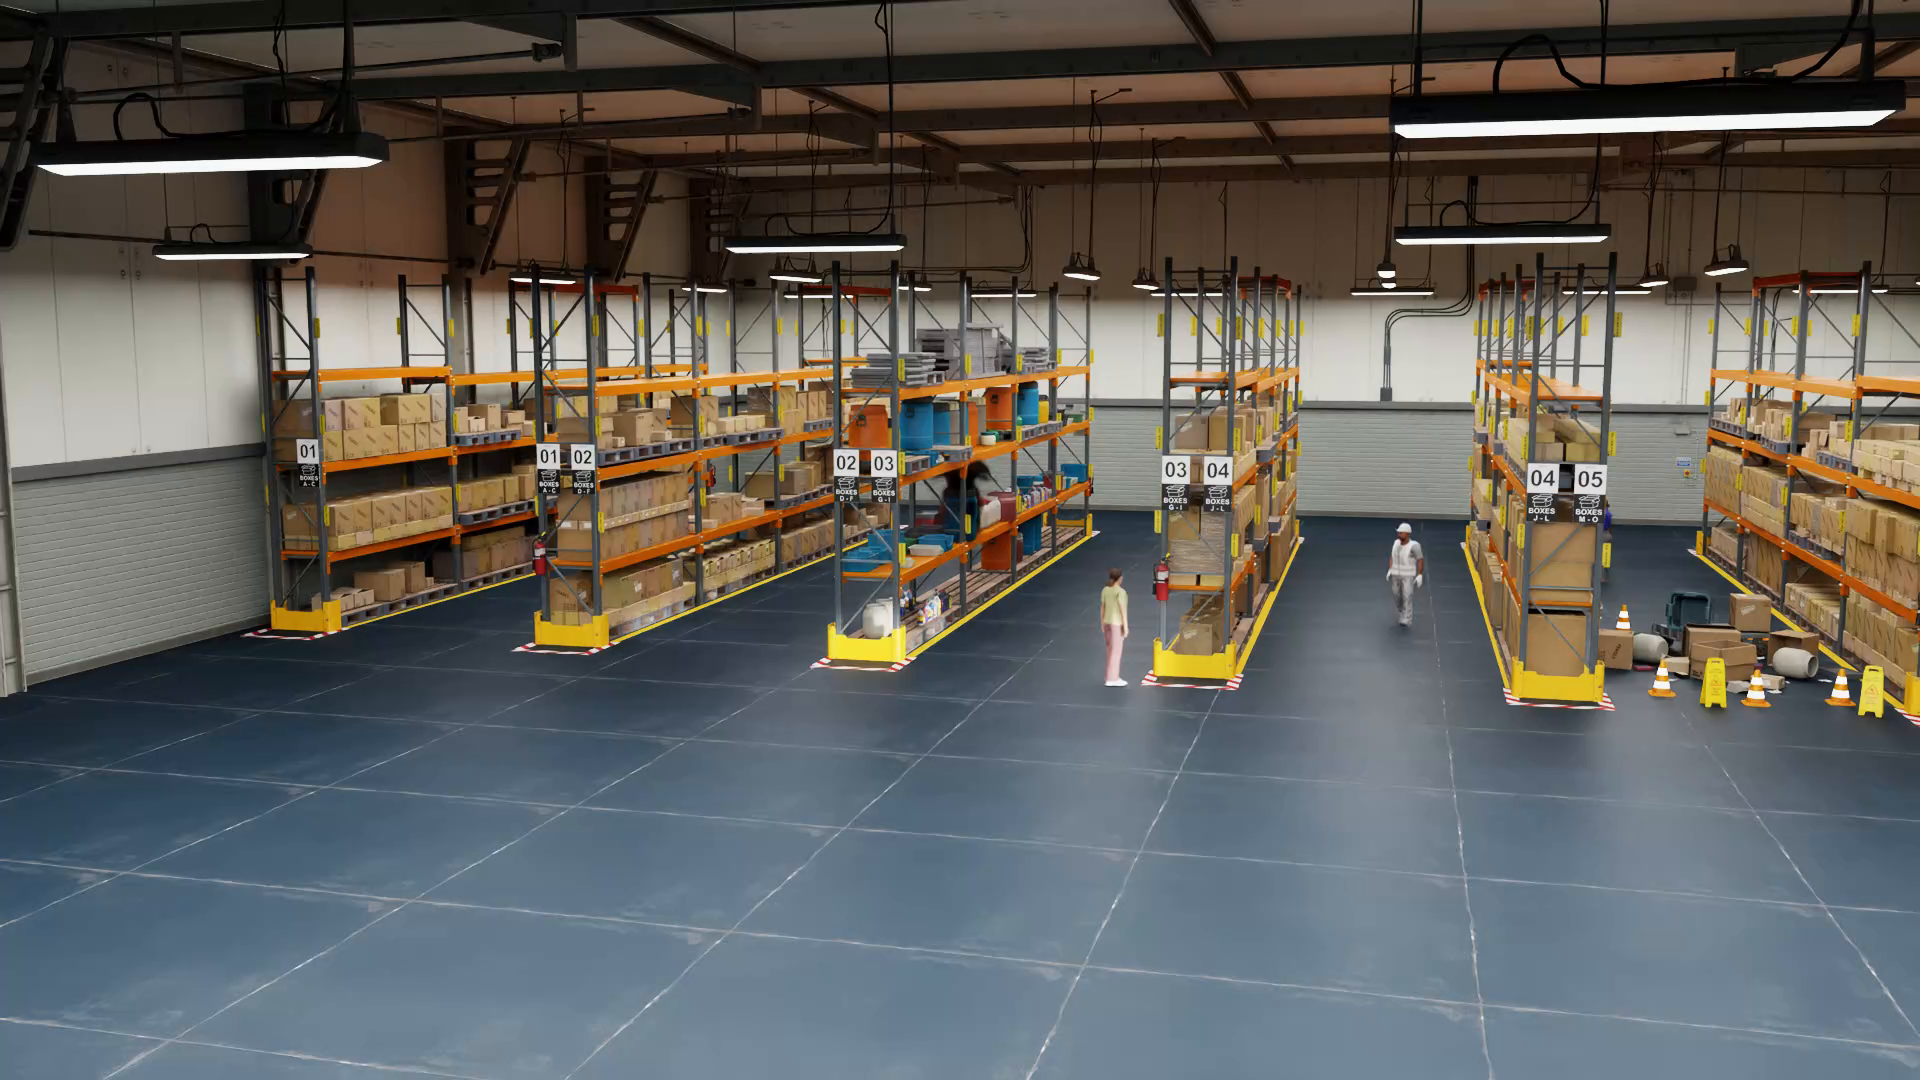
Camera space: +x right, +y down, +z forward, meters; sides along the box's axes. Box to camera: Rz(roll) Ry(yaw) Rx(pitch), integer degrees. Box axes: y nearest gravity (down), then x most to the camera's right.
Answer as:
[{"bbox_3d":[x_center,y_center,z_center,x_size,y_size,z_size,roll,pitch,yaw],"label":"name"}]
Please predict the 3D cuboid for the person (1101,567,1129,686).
[{"bbox_3d":[2.237,1.222,23.461,0.477,1.691,0.545,-5,9,-33],"label":"person"}]

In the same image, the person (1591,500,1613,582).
[{"bbox_3d":[12.719,0.017,32.942,0.467,1.659,0.369,-7,10,-44],"label":"person"}]

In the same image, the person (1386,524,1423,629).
[{"bbox_3d":[7.516,0.594,28.070,0.606,1.747,1.054,5,9,34],"label":"person"}]
